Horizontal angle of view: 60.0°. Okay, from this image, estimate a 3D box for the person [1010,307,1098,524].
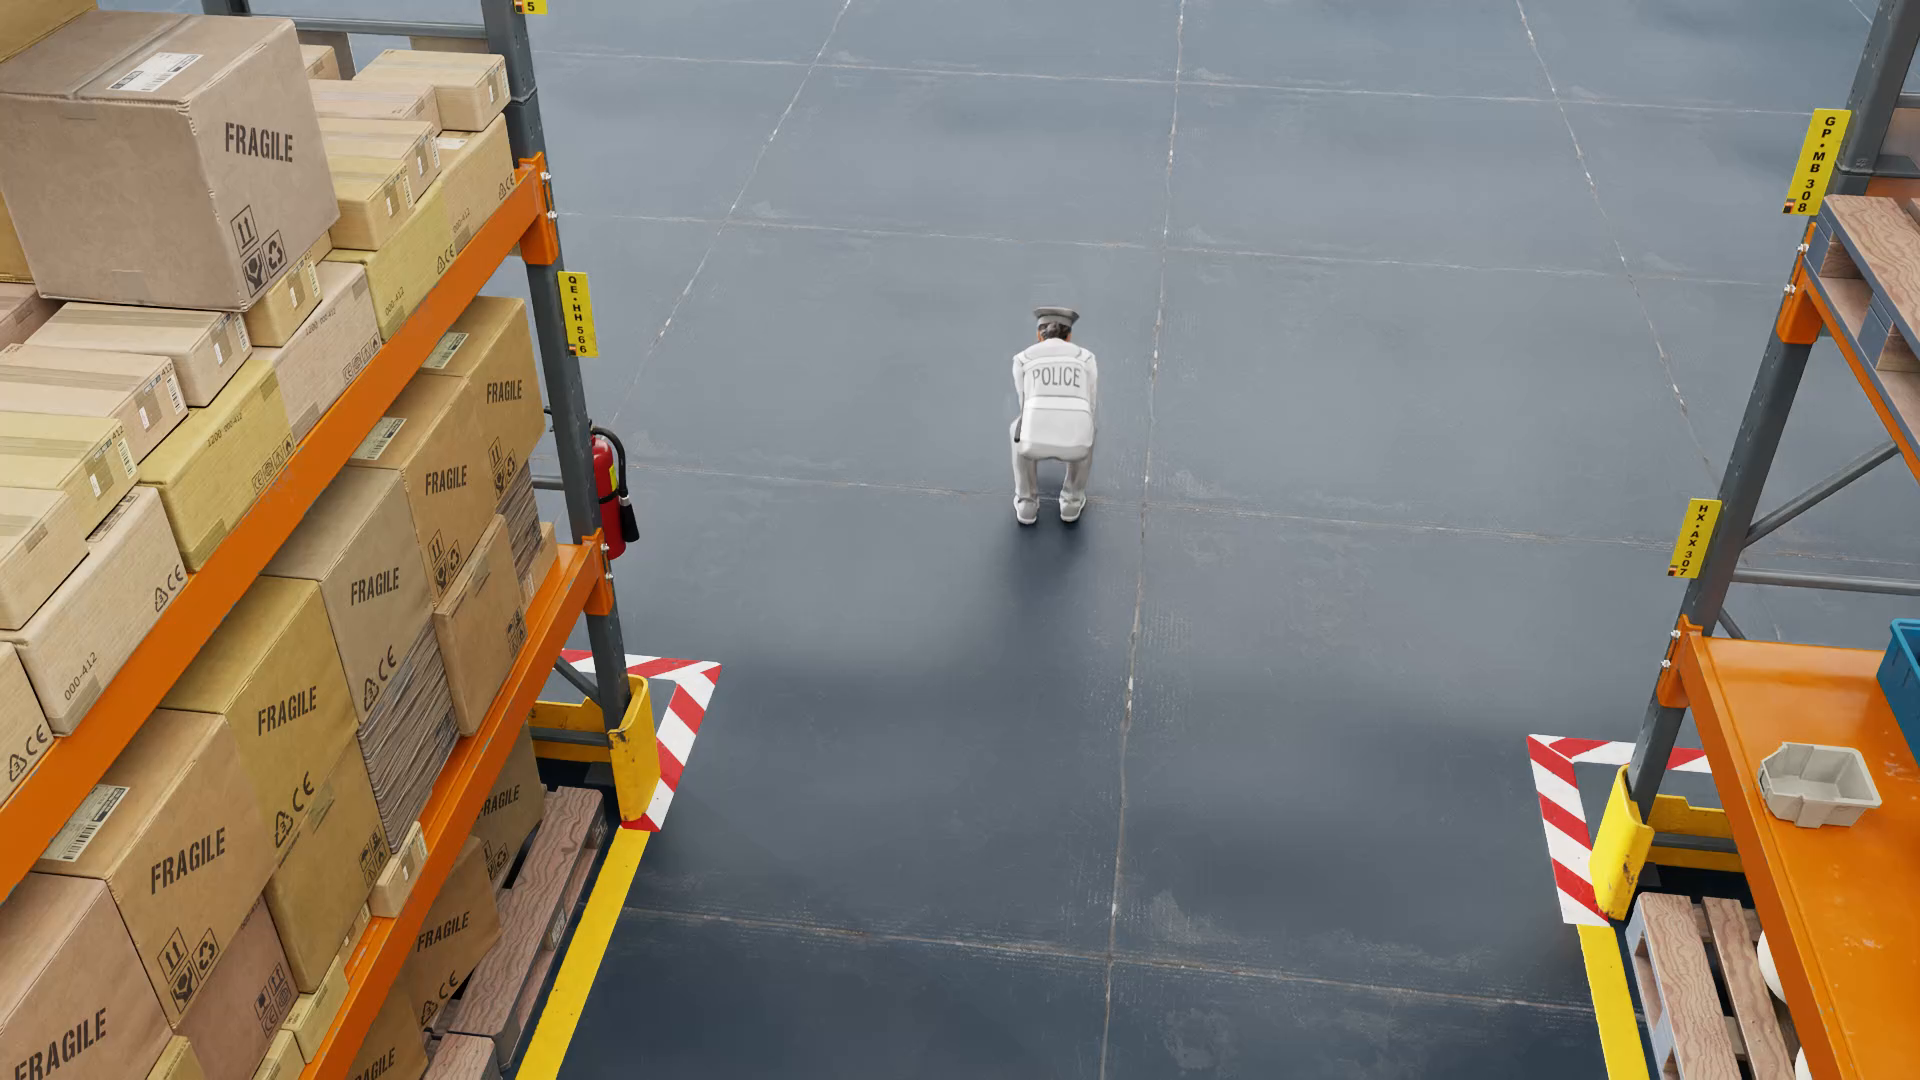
[{"bbox_3d":[0.479,-0.620,8.464,0.455,0.982,0.884,3,36,5],"label":"person"}]
